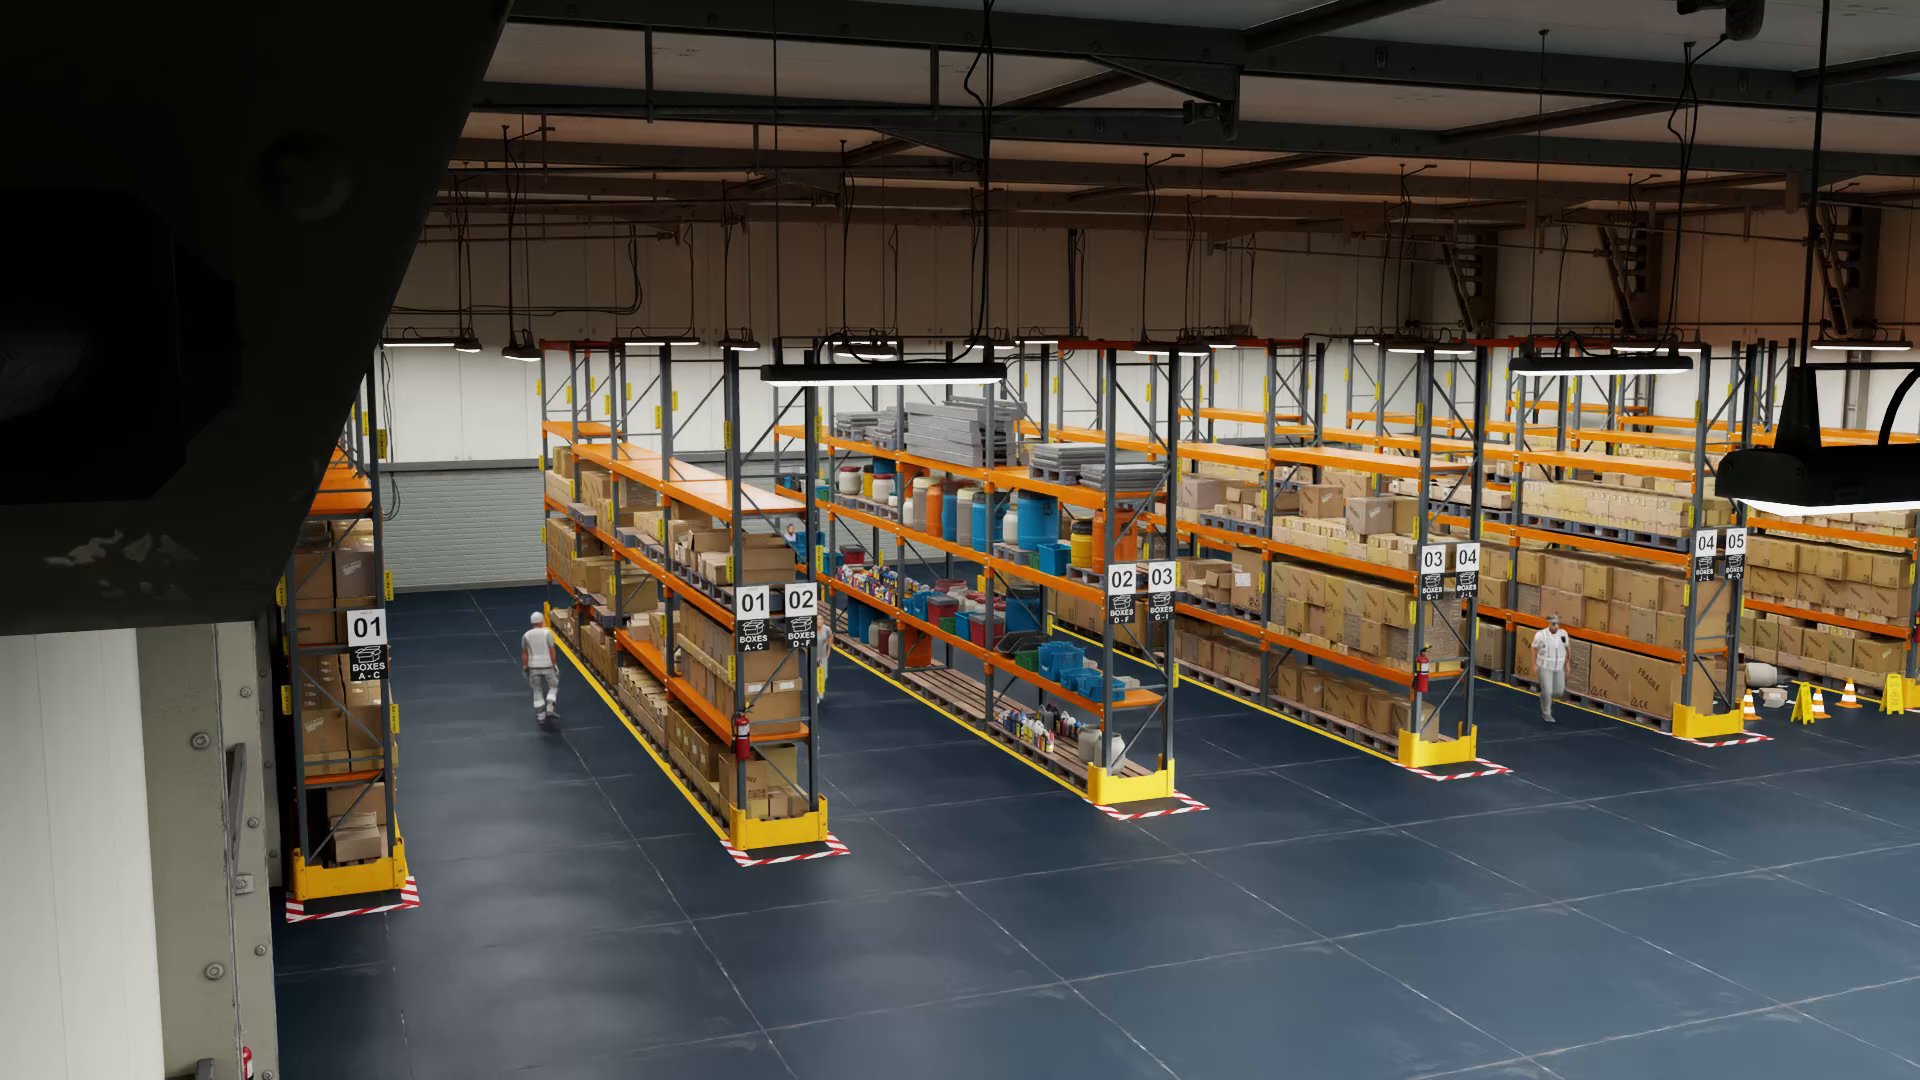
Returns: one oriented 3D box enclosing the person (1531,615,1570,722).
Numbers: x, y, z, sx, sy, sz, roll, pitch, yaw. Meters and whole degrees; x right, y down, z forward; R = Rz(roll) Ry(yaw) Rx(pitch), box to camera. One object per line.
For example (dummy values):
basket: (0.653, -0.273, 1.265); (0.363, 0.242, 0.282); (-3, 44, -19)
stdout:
person: (9.448, 2.014, 26.685); (0.600, 1.742, 0.615); (-1, 7, -6)

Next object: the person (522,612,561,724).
person: (-6.636, 2.028, 26.317); (0.581, 1.775, 0.542); (-1, 8, -9)

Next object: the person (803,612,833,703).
person: (-2.369, 1.960, 27.652); (0.546, 1.586, 0.711); (-1, 8, -10)

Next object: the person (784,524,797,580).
person: (-4.018, 0.400, 39.412); (1.083, 1.580, 0.485); (6, 10, 40)
